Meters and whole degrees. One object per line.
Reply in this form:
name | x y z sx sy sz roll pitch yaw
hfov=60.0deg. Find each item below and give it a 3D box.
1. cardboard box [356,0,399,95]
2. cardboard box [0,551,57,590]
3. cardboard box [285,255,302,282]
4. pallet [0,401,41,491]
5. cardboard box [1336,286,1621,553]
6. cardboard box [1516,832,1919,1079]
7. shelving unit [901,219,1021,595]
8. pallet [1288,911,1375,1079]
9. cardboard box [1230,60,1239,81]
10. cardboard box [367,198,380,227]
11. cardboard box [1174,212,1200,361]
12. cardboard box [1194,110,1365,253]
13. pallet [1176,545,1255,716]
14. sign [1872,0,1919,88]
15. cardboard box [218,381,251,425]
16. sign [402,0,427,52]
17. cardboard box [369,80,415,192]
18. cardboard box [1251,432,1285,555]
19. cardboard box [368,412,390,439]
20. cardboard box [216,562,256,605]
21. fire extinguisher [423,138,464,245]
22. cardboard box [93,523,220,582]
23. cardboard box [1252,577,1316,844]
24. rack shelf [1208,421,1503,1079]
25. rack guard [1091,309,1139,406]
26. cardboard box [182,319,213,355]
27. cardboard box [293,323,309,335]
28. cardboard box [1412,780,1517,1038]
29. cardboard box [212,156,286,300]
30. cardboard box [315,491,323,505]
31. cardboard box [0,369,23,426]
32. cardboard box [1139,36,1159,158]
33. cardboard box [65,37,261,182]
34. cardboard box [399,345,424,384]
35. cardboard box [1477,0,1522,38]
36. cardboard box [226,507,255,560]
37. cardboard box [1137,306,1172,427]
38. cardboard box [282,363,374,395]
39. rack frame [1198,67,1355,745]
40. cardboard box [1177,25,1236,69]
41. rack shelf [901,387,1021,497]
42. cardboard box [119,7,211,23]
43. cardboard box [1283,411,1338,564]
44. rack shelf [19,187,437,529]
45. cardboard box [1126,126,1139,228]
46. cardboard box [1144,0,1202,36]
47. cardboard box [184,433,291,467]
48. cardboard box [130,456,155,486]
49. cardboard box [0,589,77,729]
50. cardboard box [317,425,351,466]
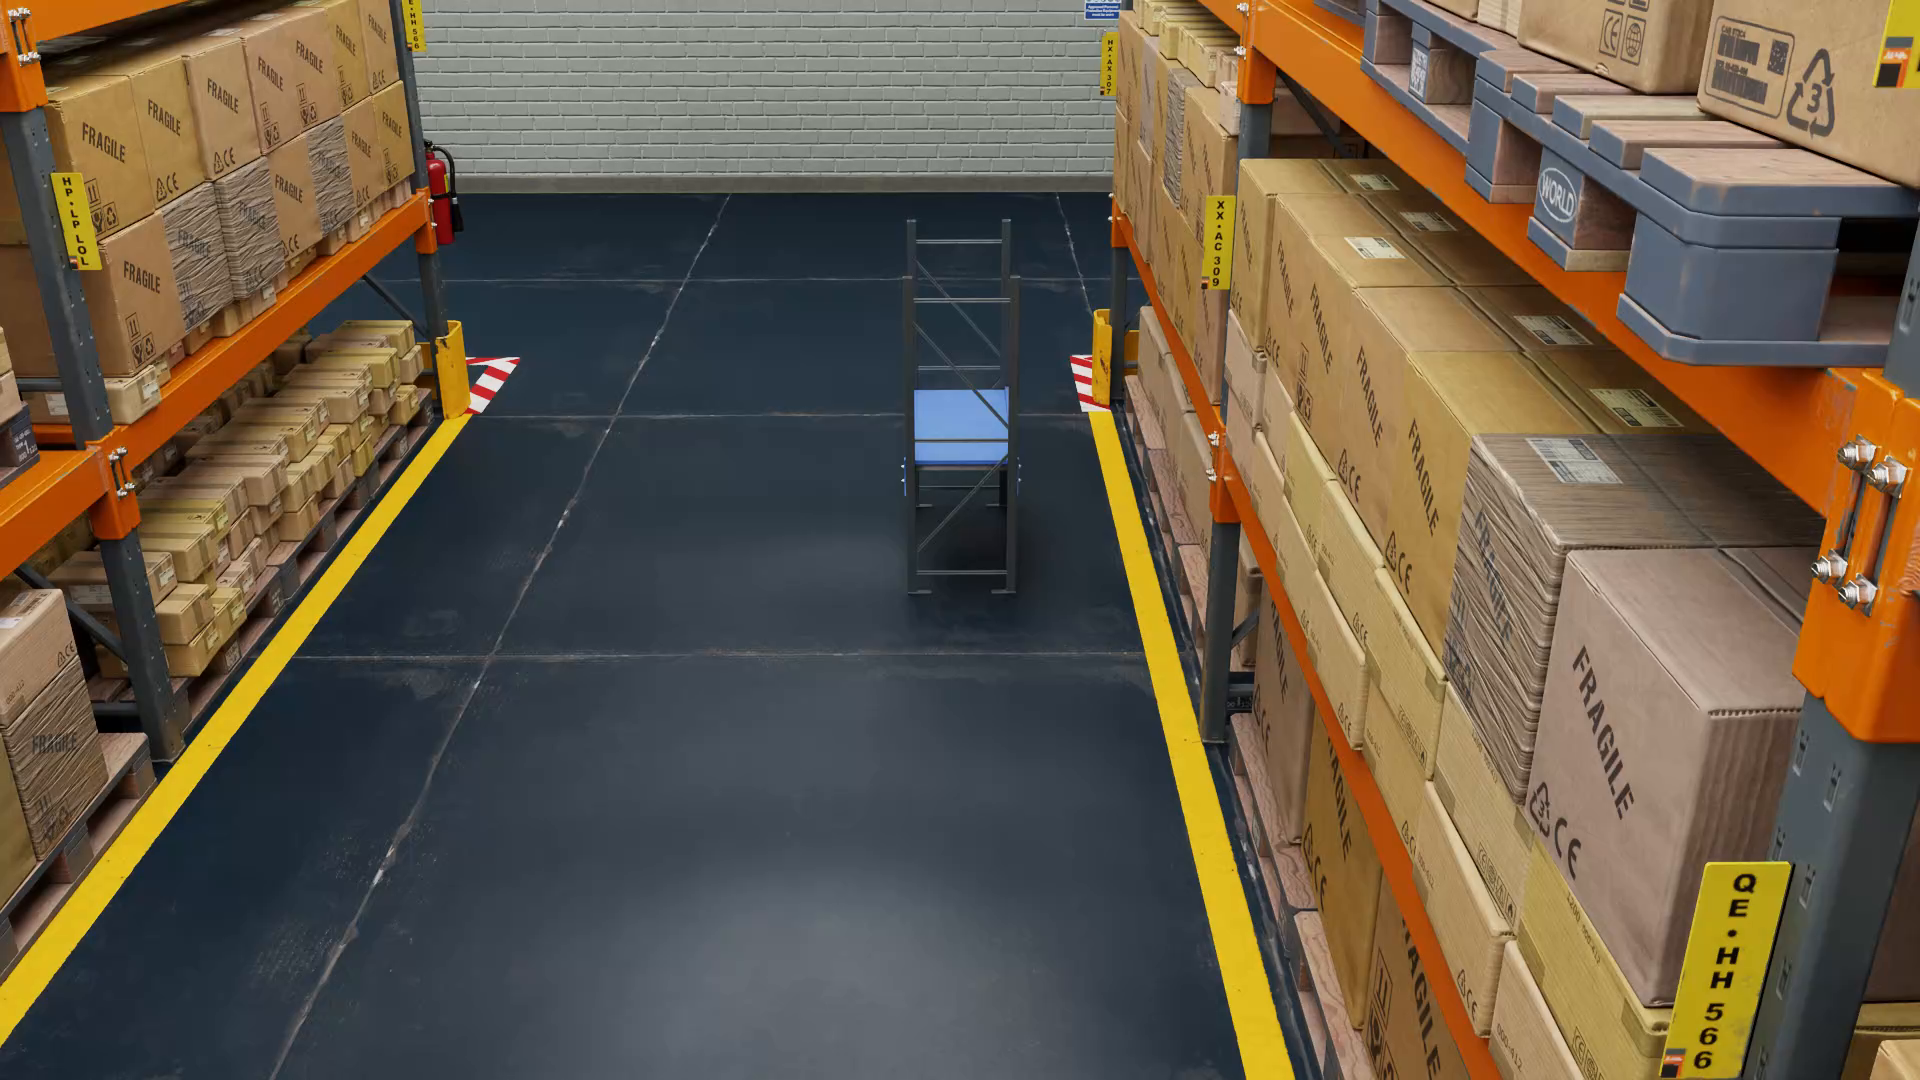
cardboard box | -3.295 -2.628 8.725 0.500 0.500 0.500 -1 24 -2
cardboard box | -3.769 0.161 6.483 0.380 0.149 0.250 0 24 1
cardboard box | -3.317 -1.291 7.769 0.380 0.149 0.250 0 24 0
pallet | -3.642 -0.127 5.125 1.003 0.211 1.213 0 24 -1
cardboard box | 1.209 -0.284 3.903 0.500 0.500 0.500 -1 24 -1
cardboard box | 1.228 0.696 2.646 0.500 0.250 0.500 0 24 -1
shelving unit | 0.001 -0.648 7.863 0.538 1.500 1.048 0 24 -1
pallet | 1.544 1.498 4.682 1.003 0.211 1.213 0 24 -1
cardboard box | 1.235 -1.728 6.310 0.380 0.149 0.250 0 24 0
cardboard box | -3.279 -1.725 8.729 0.380 0.149 0.250 0 24 -1
cardboard box | 1.172 -1.042 6.792 0.500 0.500 0.500 -1 24 -2
cardboard box | 1.162 -1.289 6.125 0.500 0.500 0.500 0 24 -1
pallet | 1.514 0.363 7.192 1.003 0.211 1.213 0 24 -1
sign | 0.932 -0.585 1.541 0.100 0.325 0.005 0 24 -1
cardboard box | -3.806 -0.691 8.366 0.380 0.149 0.250 1 24 2
sign | -2.993 -2.845 9.111 0.100 0.325 0.005 0 24 -1
cardboard box | -3.286 -2.176 8.938 0.500 0.500 0.500 0 24 1
cardboard box | 1.192 -0.130 5.080 0.500 0.250 0.500 -1 24 -2
cardboard box | -3.313 -0.640 8.976 0.380 0.149 0.250 0 24 -1
cardboard box | -3.245 0.214 7.087 0.380 0.149 0.250 0 24 -1
fire extinguisher | -3.090 -2.079 9.754 0.296 0.674 0.183 0 24 -1
cardboard box | -3.245 0.049 6.729 0.380 0.149 0.250 1 24 2
cardboard box | 1.530 0.438 5.711 0.875 0.875 0.875 0 24 1
rack shelf | 1.466 0.558 4.250 1.077 0.370 4.000 0 24 -1
rack guard | 1.400 -1.114 10.105 1.175 0.500 0.348 0 24 -1
cardboard box | -3.310 -0.862 6.821 0.380 0.149 0.250 -1 24 -3
cardboard box | -3.883 -1.125 9.325 0.380 0.149 0.250 -1 24 -3
cardboard box | 1.201 0.705 3.234 0.500 0.250 0.500 0 24 0
cardboard box | -3.240 -1.328 7.065 0.500 0.500 0.500 -1 24 -2
cardboard box | -3.322 -0.217 8.039 0.380 0.149 0.250 0 24 1
cardboard box | -3.303 -0.445 5.388 0.380 0.149 0.250 -1 24 -2
cardboard box | 1.147 -2.120 7.962 0.500 0.500 0.500 0 24 -1
cardboard box | -3.262 -1.775 6.840 0.500 0.500 0.500 0 24 0
cardboard box | -3.257 -0.990 9.389 0.380 0.149 0.250 -1 24 -2
cardboard box | 1.122 -1.009 2.854 0.396 0.266 0.258 -1 24 -2
cardboard box | -3.320 -0.025 7.253 0.380 0.149 0.250 -1 24 -3
cardboard box | 1.507 -0.995 9.410 0.875 0.438 0.875 -1 24 -2
cardboard box | -3.275 -0.808 8.625 0.380 0.149 0.250 -1 24 -3
rack frame | 1.444 -0.594 5.924 1.000 3.000 0.127 0 24 -1
cardboard box | 1.154 -2.145 7.230 0.380 0.149 0.250 0 24 -1
rack shelf | 0.001 -0.484 7.937 0.538 0.185 1.000 0 24 -1
cardboard box | -3.814 -2.207 7.794 0.500 0.500 0.500 -1 24 -2
cardboard box | 1.179 -0.148 4.514 0.500 0.250 0.500 0 24 0
rack shelf | -3.527 -1.027 7.753 1.077 0.370 4.000 0 24 -1
cardboard box | 1.152 -1.881 8.647 0.500 0.500 0.500 -1 24 -1
cardboard box | 1.110 -2.568 8.166 0.380 0.149 0.250 -1 24 -2
cardboard box | -3.330 -0.379 7.676 0.380 0.149 0.250 -1 24 -3
cardboard box | -3.842 -0.265 7.425 0.380 0.149 0.250 -1 24 -3
cardboard box | -3.244 0.381 5.381 0.500 0.250 0.500 -1 24 -2
cardboard box | -3.247 -0.457 8.210 0.380 0.149 0.250 1 24 2
